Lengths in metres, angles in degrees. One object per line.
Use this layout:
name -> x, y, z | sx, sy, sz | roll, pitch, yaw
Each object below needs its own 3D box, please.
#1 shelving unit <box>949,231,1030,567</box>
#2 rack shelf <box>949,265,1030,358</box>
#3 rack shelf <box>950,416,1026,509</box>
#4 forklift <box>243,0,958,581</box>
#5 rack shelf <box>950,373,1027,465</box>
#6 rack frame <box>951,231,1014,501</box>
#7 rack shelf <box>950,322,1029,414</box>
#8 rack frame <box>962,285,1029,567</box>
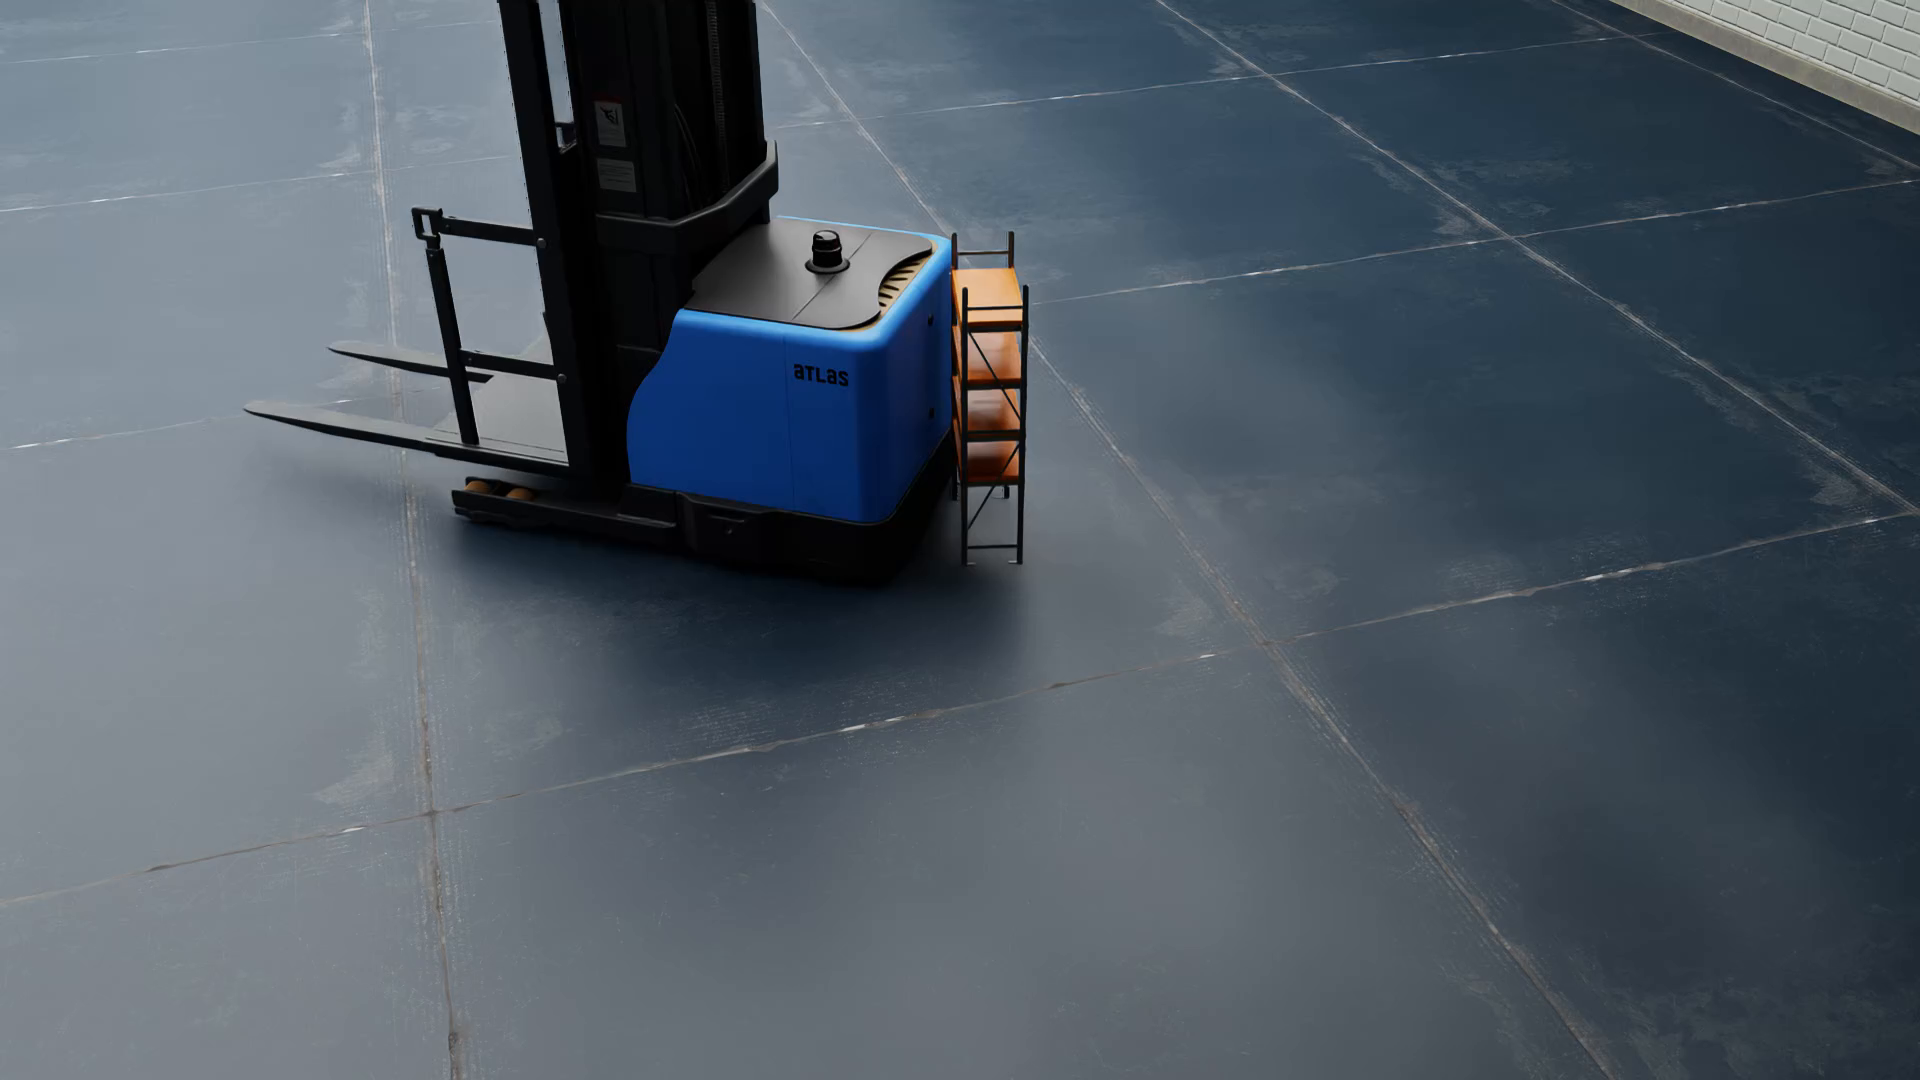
shelving unit -> 0.107, -0.539, 6.477 | 0.258, 1.200, 0.503 | -3, 34, -4
rack shelf -> 0.107, -0.867, 6.261 | 0.258, 0.148, 0.480 | -3, 34, -4
rack shelf -> 0.107, -0.317, 6.624 | 0.258, 0.148, 0.480 | -3, 34, -4
forklift -> -1.568, -1.531, 6.408 | 3.031, 2.935, 1.130 | 10, 35, 15
rack shelf -> 0.107, -0.483, 6.514 | 0.258, 0.148, 0.480 | -3, 34, -4
rack frame -> 0.087, -0.673, 6.680 | 0.240, 1.200, 0.015 | -3, 34, -4
rack shelf -> 0.107, -0.669, 6.391 | 0.258, 0.148, 0.480 | -3, 34, -4
rack frame -> 0.127, -0.405, 6.274 | 0.240, 1.200, 0.015 | -3, 34, -4
